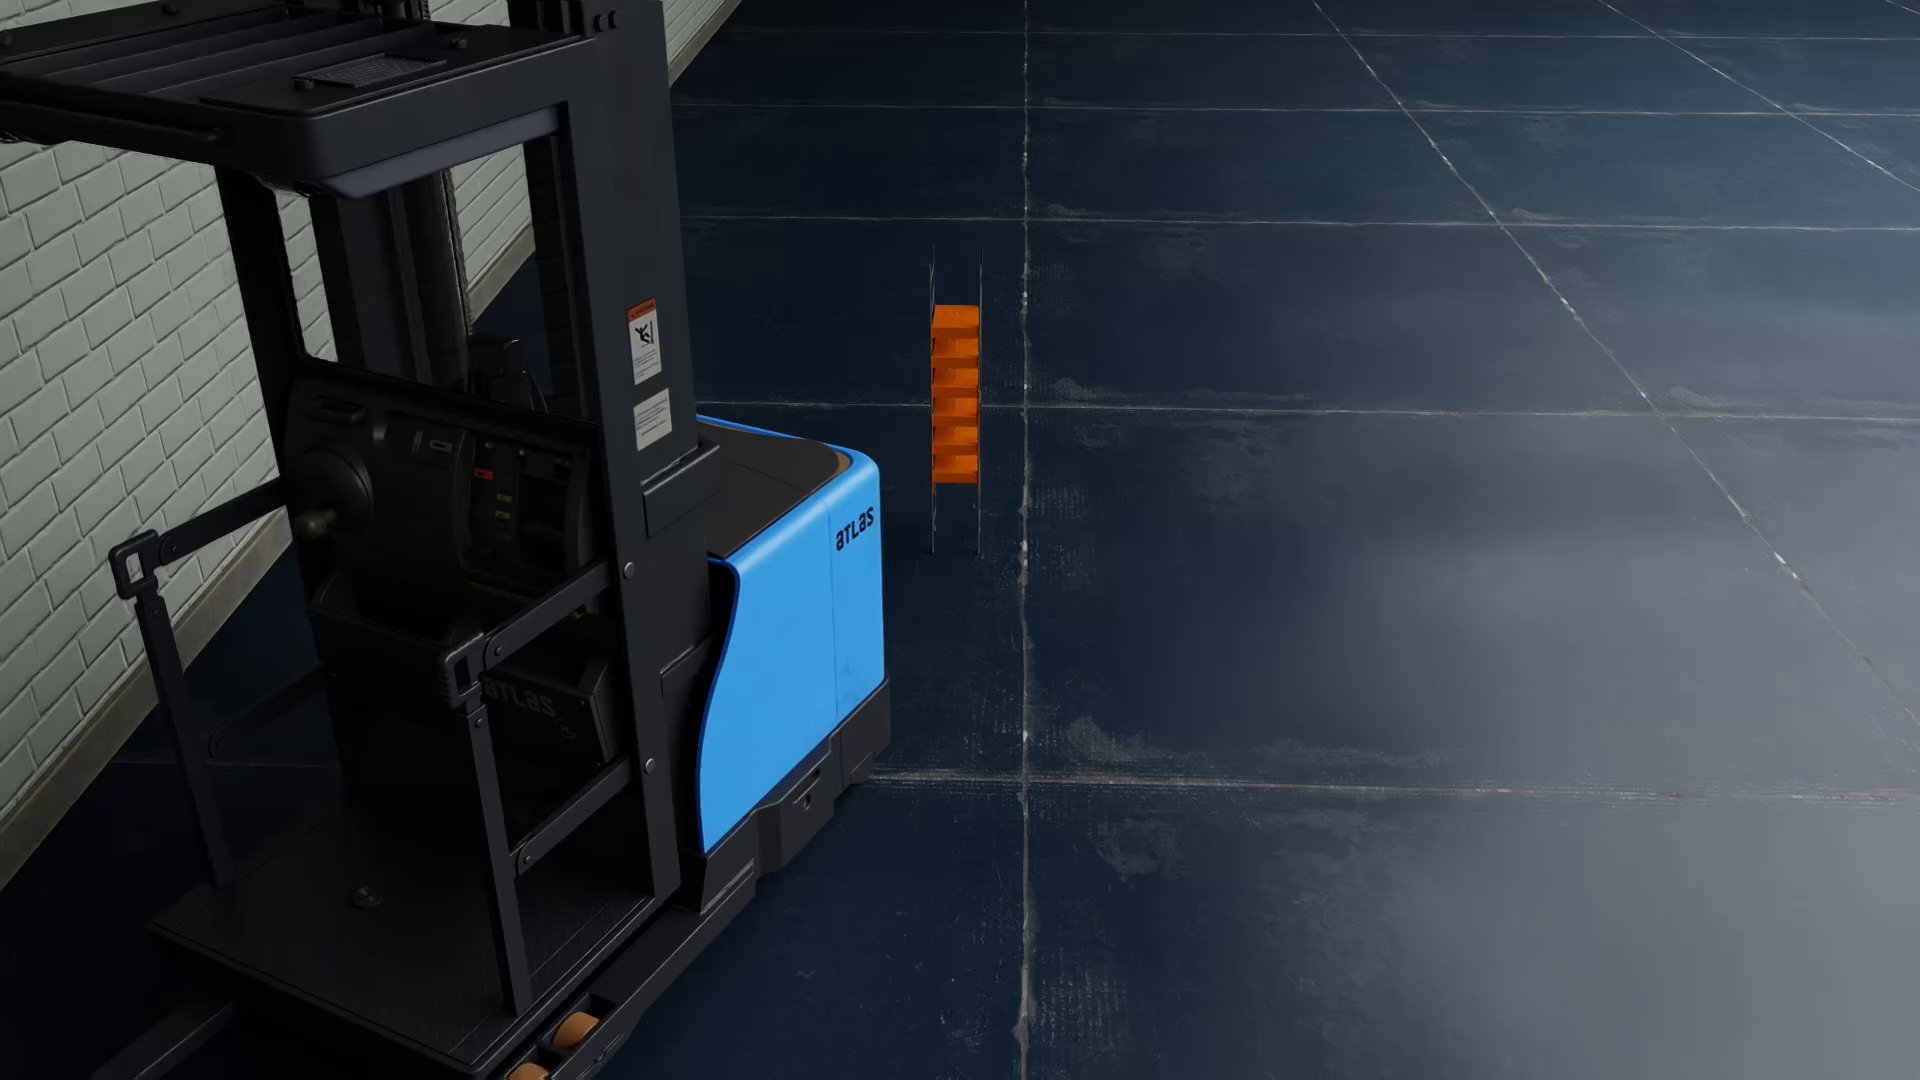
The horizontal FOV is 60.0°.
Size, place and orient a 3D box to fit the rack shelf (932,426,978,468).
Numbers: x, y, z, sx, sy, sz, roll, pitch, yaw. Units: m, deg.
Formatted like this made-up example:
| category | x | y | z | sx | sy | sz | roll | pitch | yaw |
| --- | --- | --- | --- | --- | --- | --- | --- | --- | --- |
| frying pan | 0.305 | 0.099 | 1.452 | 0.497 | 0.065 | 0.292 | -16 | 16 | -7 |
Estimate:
| category | x | y | z | sx | sy | sz | roll | pitch | yaw |
| --- | --- | --- | --- | --- | --- | --- | --- | --- | --- |
| rack shelf | -0.014 | -0.385 | 6.546 | 0.180 | 0.103 | 0.258 | 1 | 28 | 2 |

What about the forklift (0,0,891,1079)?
| category | x | y | z | sx | sy | sz | roll | pitch | yaw |
| --- | --- | --- | --- | --- | --- | --- | --- | --- | --- |
| forklift | -1.352 | -0.095 | 3.800 | 1.130 | 2.935 | 3.031 | 14 | 31 | 24 |

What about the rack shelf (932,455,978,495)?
| category | x | y | z | sx | sy | sz | roll | pitch | yaw |
| --- | --- | --- | --- | --- | --- | --- | --- | --- | --- |
| rack shelf | -0.014 | -0.279 | 6.603 | 0.180 | 0.103 | 0.258 | 1 | 28 | 2 |

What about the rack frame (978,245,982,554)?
| category | x | y | z | sx | sy | sz | roll | pitch | yaw |
| --- | --- | --- | --- | --- | --- | --- | --- | --- | --- |
| rack frame | 0.077 | -0.529 | 6.467 | 0.006 | 1.200 | 0.240 | 1 | 28 | 2 |

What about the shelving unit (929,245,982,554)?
| category | x | y | z | sx | sy | sz | roll | pitch | yaw |
| --- | --- | --- | --- | --- | --- | --- | --- | --- | --- |
| shelving unit | -0.014 | -0.530 | 6.469 | 0.189 | 1.200 | 0.258 | 1 | 28 | 2 |

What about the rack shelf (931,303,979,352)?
| category | x | y | z | sx | sy | sz | roll | pitch | yaw |
| --- | --- | --- | --- | --- | --- | --- | --- | --- | --- |
| rack shelf | -0.014 | -0.809 | 6.322 | 0.180 | 0.103 | 0.258 | 1 | 28 | 2 |

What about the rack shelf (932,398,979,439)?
| category | x | y | z | sx | sy | sz | roll | pitch | yaw |
| --- | --- | --- | --- | --- | --- | --- | --- | --- | --- |
| rack shelf | -0.014 | -0.491 | 6.490 | 0.180 | 0.103 | 0.258 | 1 | 28 | 2 |

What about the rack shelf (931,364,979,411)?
| category | x | y | z | sx | sy | sz | roll | pitch | yaw |
| --- | --- | --- | --- | --- | --- | --- | --- | --- | --- |
| rack shelf | -0.014 | -0.597 | 6.434 | 0.180 | 0.103 | 0.258 | 1 | 28 | 2 |

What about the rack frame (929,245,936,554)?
| category | x | y | z | sx | sy | sz | roll | pitch | yaw |
| --- | --- | --- | --- | --- | --- | --- | --- | --- | --- |
| rack frame | -0.106 | -0.532 | 6.472 | 0.006 | 1.200 | 0.240 | 1 | 28 | 2 |

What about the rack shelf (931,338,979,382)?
| category | x | y | z | sx | sy | sz | roll | pitch | yaw |
| --- | --- | --- | --- | --- | --- | --- | --- | --- | --- |
| rack shelf | -0.014 | -0.703 | 6.378 | 0.180 | 0.103 | 0.258 | 1 | 28 | 2 |
